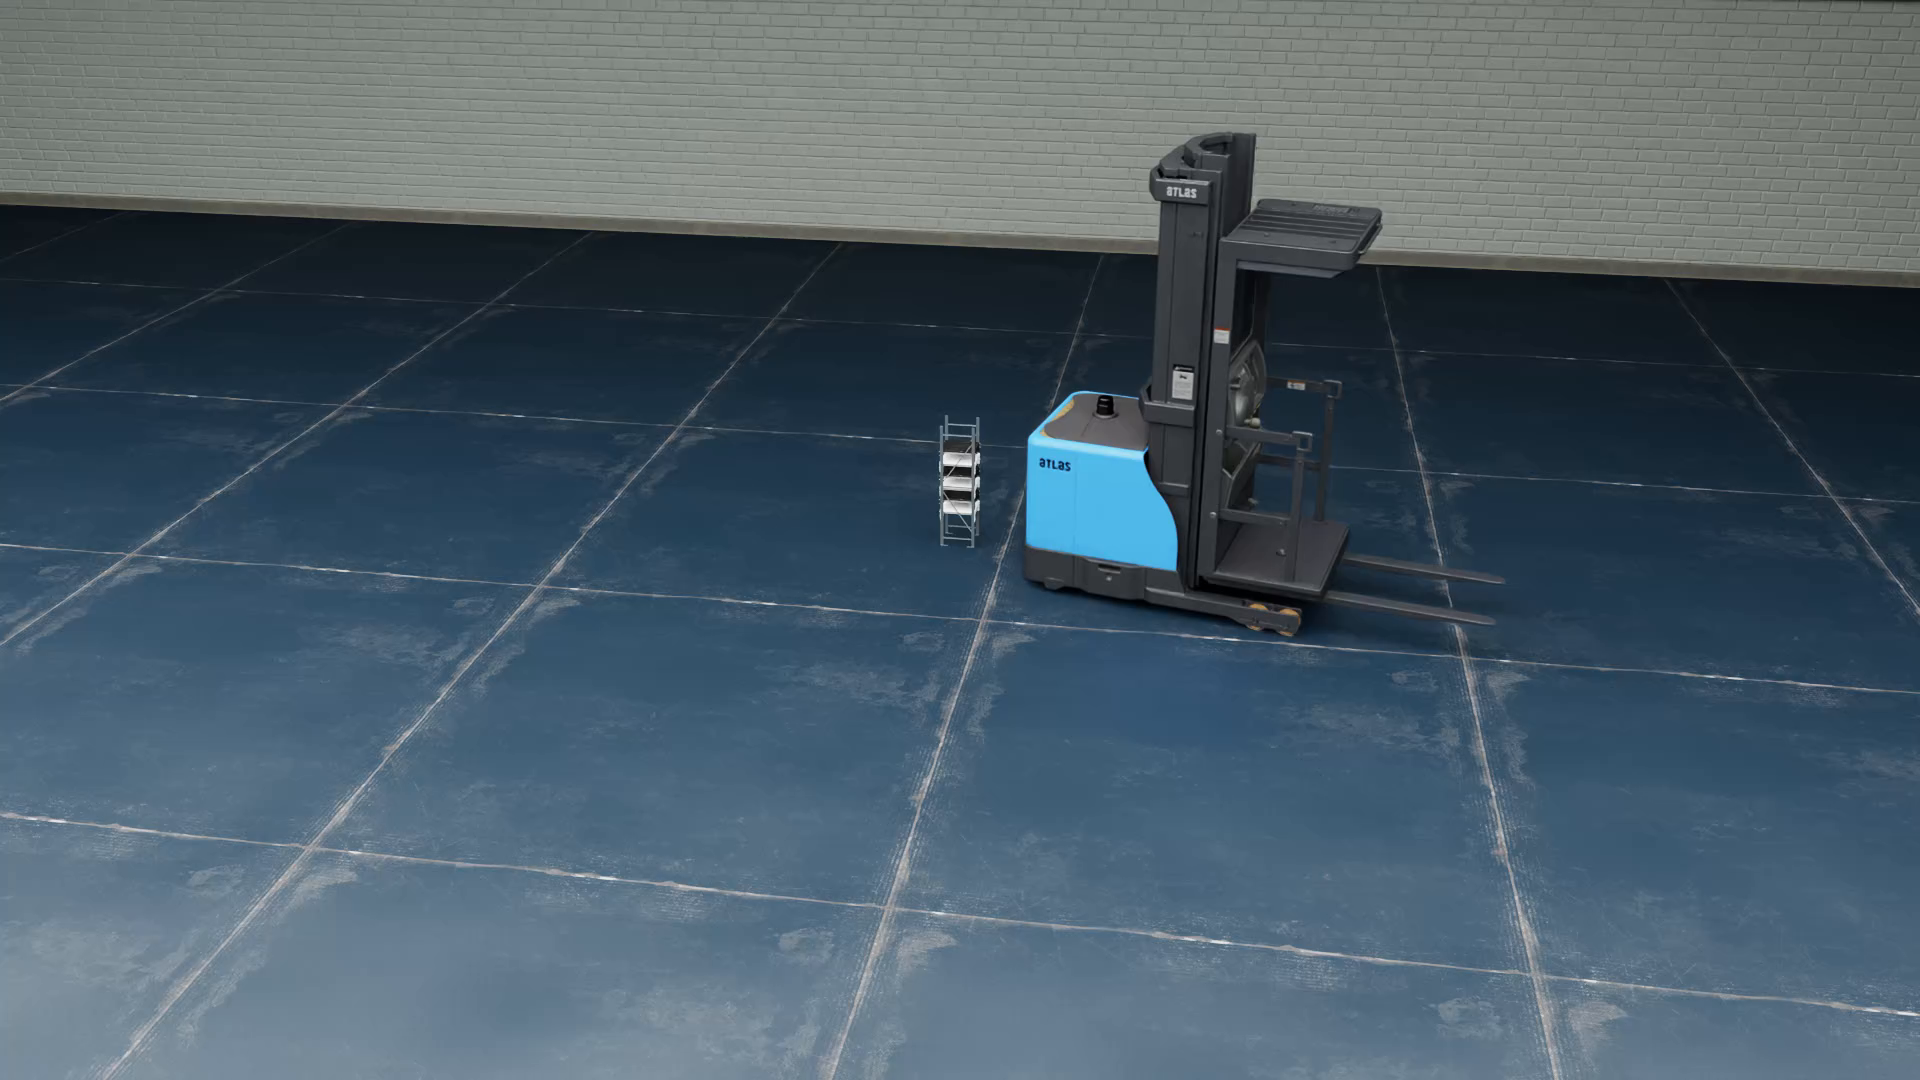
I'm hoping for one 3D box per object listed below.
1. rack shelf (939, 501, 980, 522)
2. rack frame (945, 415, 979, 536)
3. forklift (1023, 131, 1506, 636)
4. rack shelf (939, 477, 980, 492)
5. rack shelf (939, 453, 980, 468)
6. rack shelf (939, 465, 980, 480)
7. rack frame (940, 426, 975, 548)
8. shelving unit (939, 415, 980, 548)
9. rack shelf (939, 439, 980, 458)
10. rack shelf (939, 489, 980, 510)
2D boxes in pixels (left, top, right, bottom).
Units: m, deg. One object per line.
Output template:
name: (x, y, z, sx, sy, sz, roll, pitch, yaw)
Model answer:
rack shelf: (-0.001, -0.211, 11.687, 0.258, 0.077, 0.200, 4, 25, 9)
rack frame: (0.015, -0.447, 11.687, 0.240, 0.900, 0.006, 4, 25, 9)
forklift: (1.992, -0.978, 10.426, 3.031, 2.935, 1.130, 10, 27, 20)
rack shelf: (-0.001, -0.374, 11.610, 0.258, 0.077, 0.200, 4, 25, 9)
rack shelf: (-0.001, -0.537, 11.534, 0.258, 0.077, 0.200, 4, 25, 9)
rack shelf: (-0.001, -0.455, 11.572, 0.258, 0.077, 0.200, 4, 25, 9)
rack frame: (-0.018, -0.362, 11.505, 0.240, 0.900, 0.006, 4, 25, 9)
shelving unit: (-0.001, -0.404, 11.596, 0.258, 0.900, 0.210, 4, 25, 9)
rack shelf: (-0.001, -0.619, 11.496, 0.258, 0.077, 0.200, 4, 25, 9)
rack shelf: (-0.001, -0.292, 11.648, 0.258, 0.077, 0.200, 4, 25, 9)
